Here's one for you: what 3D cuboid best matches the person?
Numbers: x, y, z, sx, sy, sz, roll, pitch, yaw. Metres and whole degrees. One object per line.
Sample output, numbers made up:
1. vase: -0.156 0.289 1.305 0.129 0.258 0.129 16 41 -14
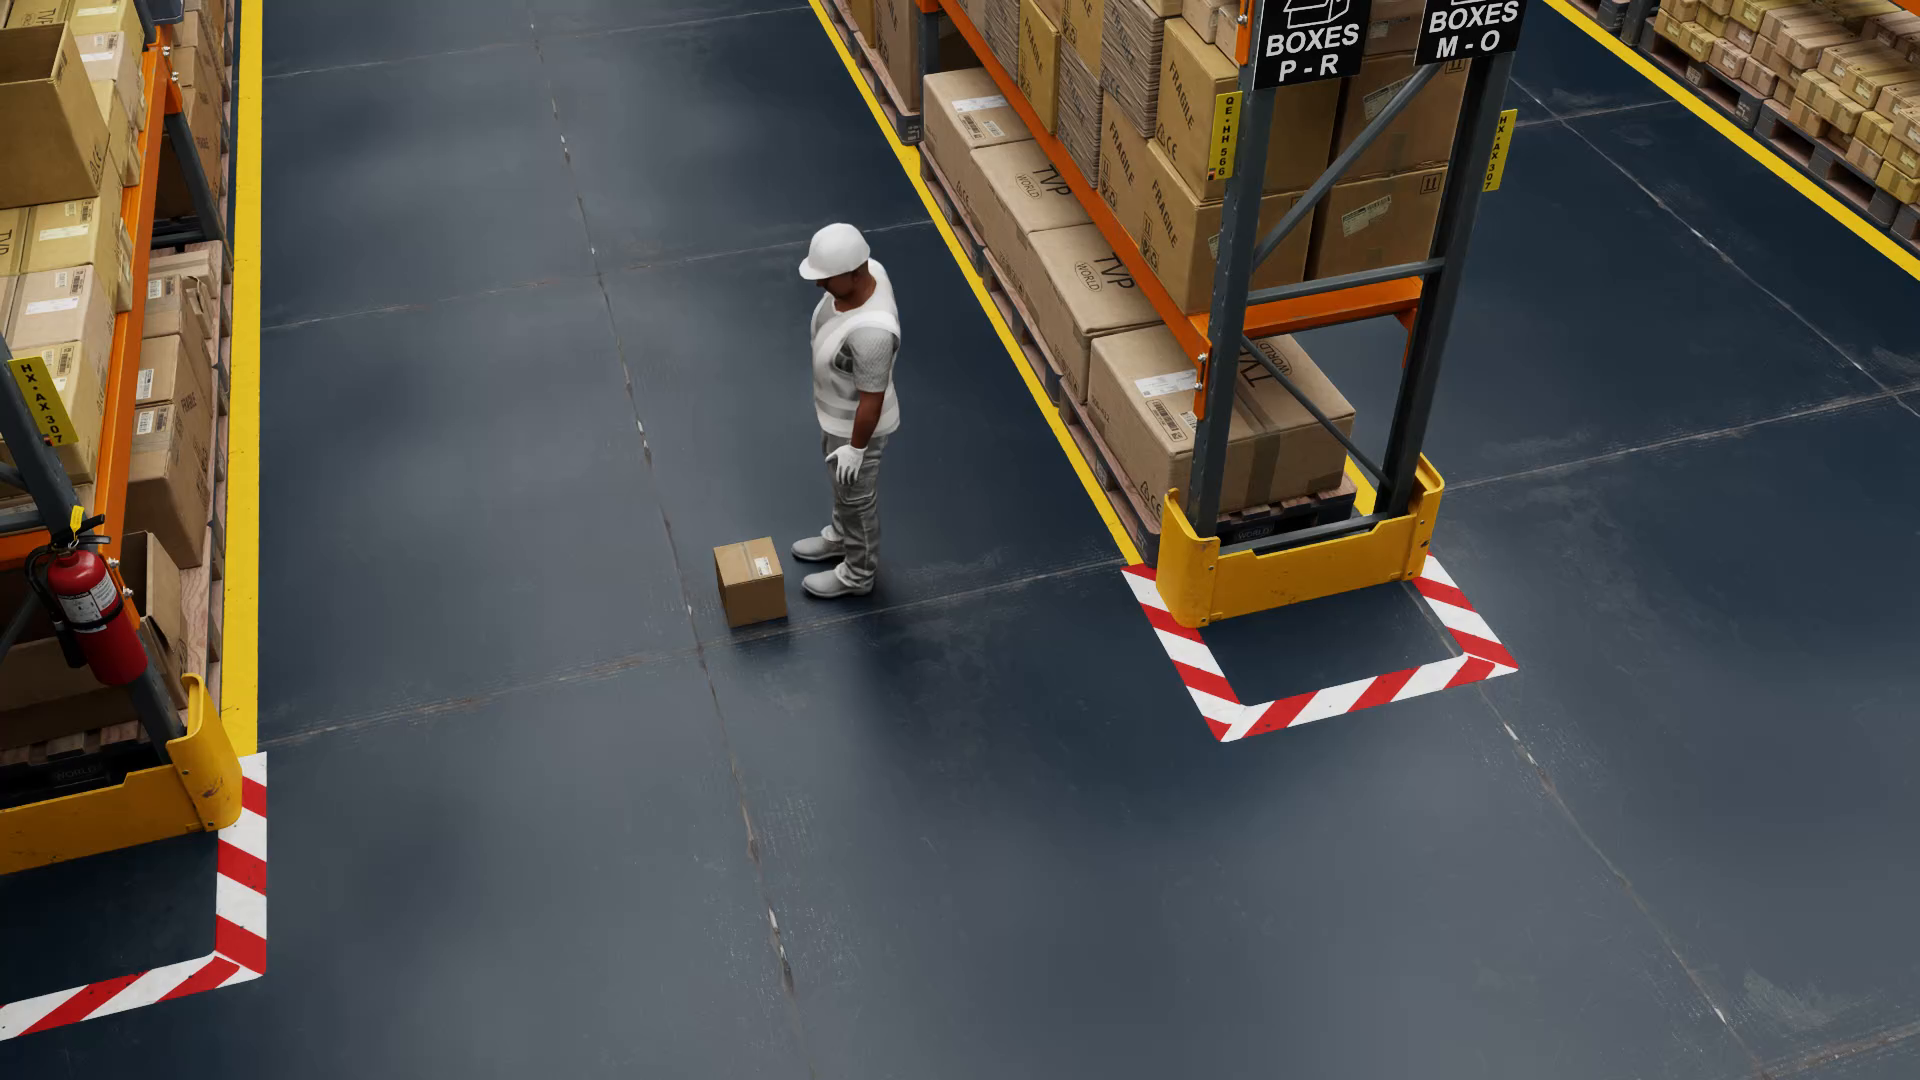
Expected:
1. person: -0.478 -0.494 6.666 0.477 1.786 0.579 -7 42 -7
